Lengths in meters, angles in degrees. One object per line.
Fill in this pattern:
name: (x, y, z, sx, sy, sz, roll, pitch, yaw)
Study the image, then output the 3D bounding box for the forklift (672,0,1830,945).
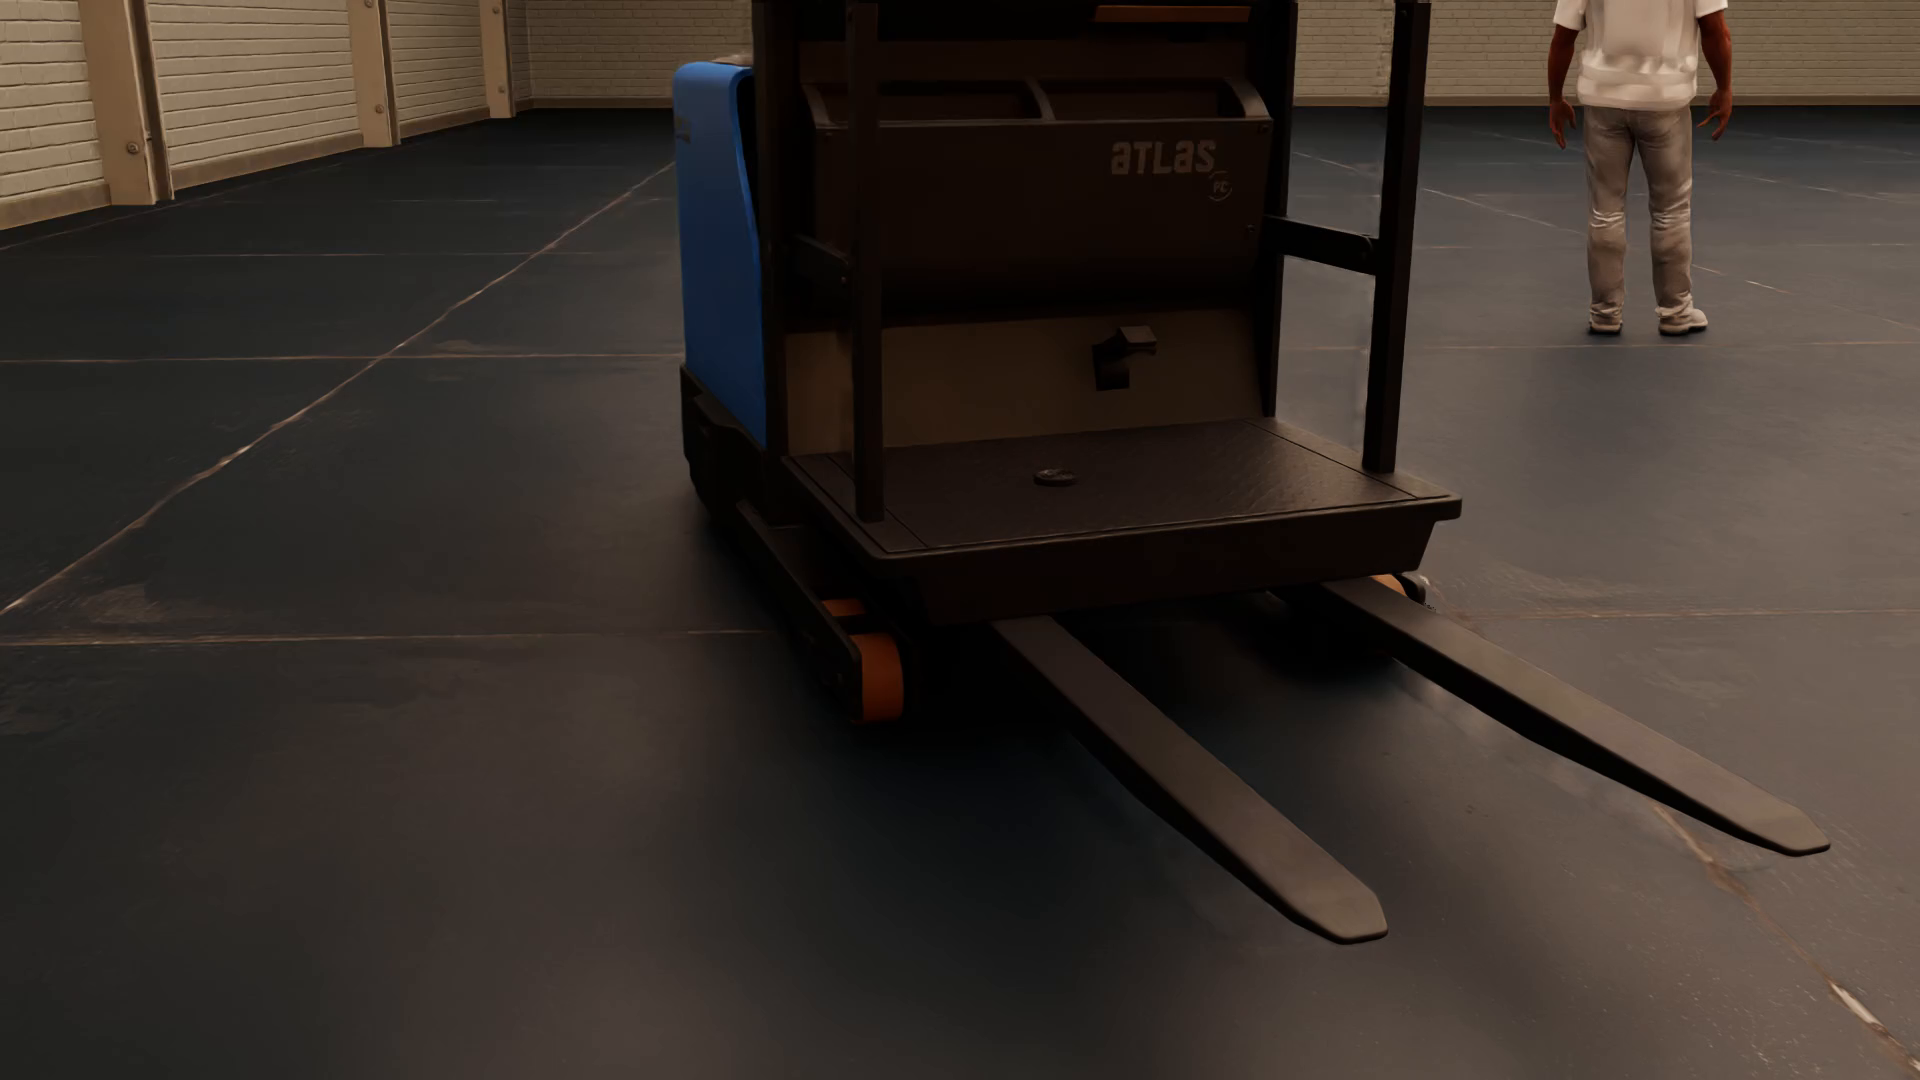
forklift: (0.228, -1.213, 2.873, 1.130, 2.935, 3.031, -6, 18, -18)

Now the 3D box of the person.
person: (2.575, -1.698, 6.324, 0.665, 1.707, 0.419, 10, 20, 30)
